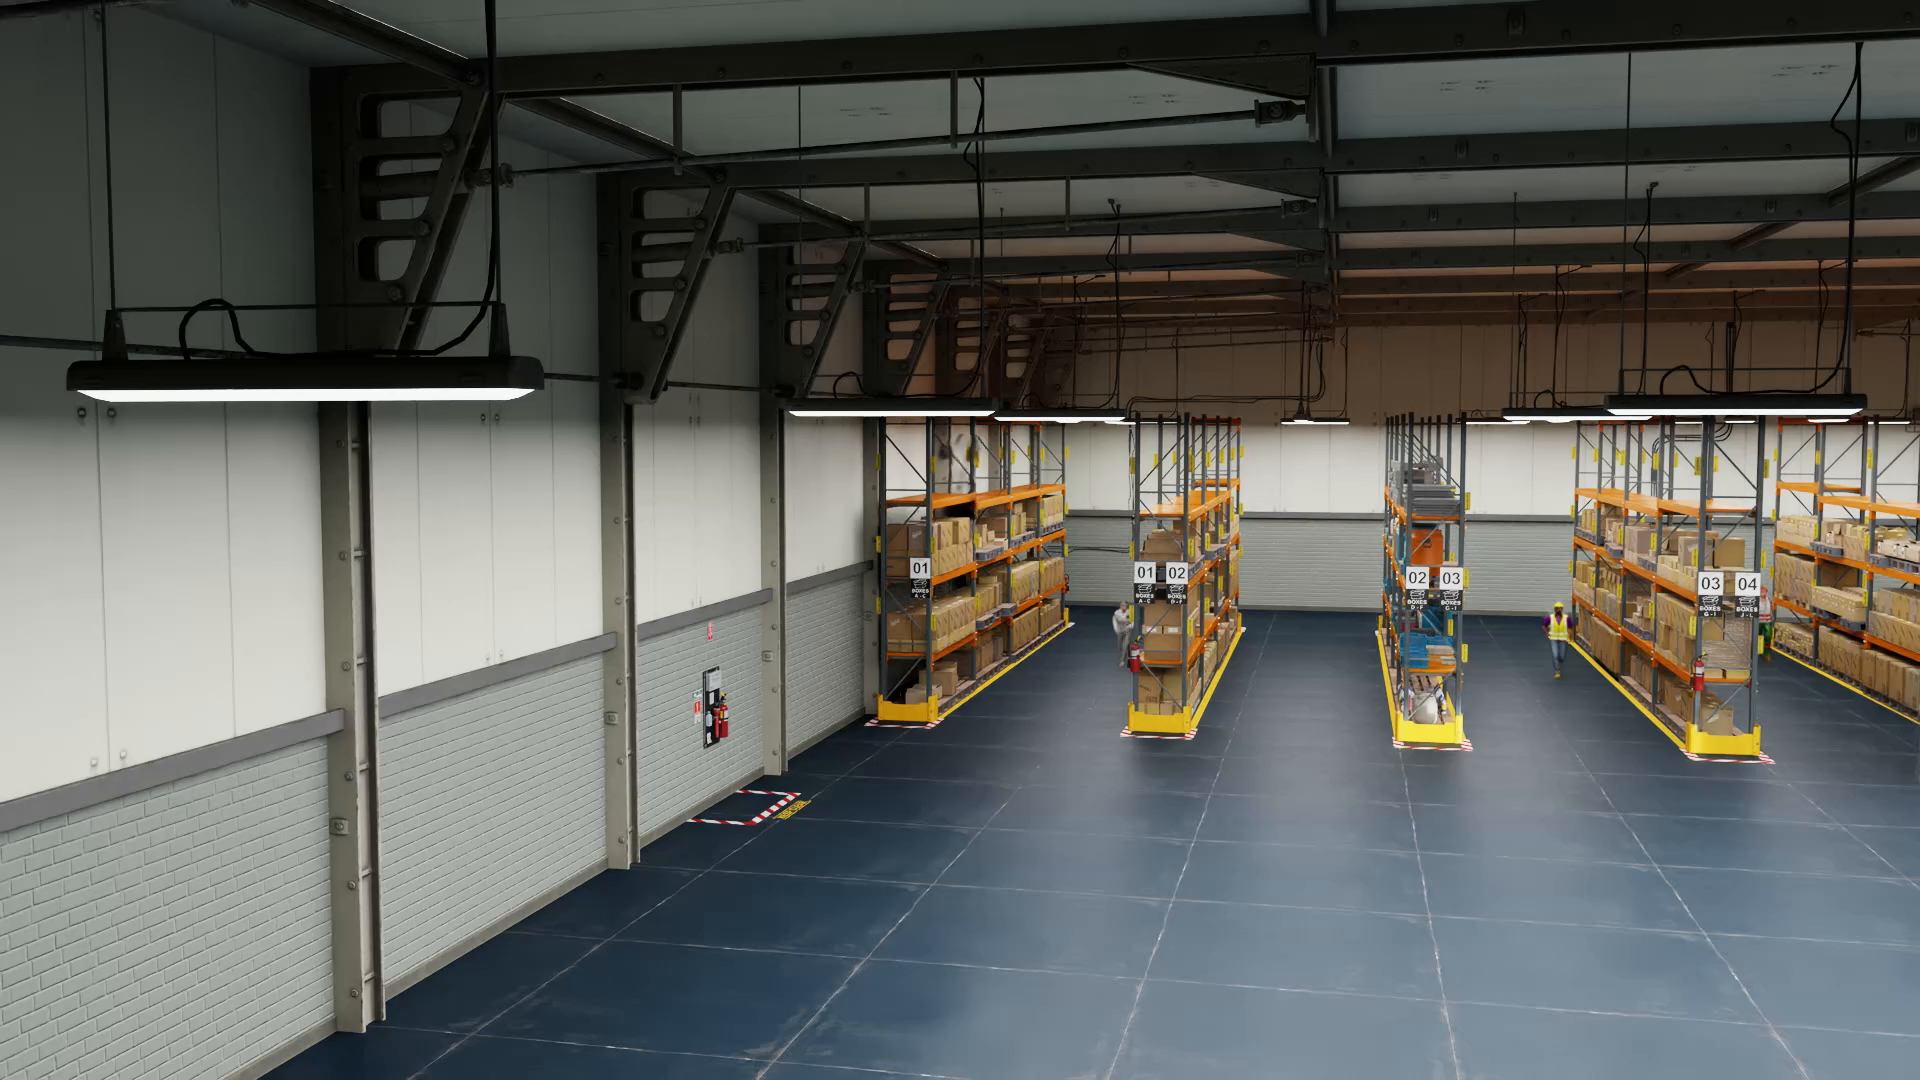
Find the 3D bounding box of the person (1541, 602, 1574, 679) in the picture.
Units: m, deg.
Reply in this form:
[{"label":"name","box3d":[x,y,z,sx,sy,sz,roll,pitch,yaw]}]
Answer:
[{"label":"person","box3d":[13.705,2.290,38.139,0.701,1.732,0.680,1,4,15]}]

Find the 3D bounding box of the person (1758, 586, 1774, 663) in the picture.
[{"label":"person","box3d":[19.703,2.047,40.865,0.644,1.829,0.850,0,4,6]}]

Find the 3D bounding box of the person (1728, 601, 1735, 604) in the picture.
[{"label":"person","box3d":[20.569,1.883,44.131,0.745,1.704,0.643,-3,5,-42]}]

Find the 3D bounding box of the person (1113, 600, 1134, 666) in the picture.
[{"label":"person","box3d":[3.963,2.231,40.025,0.608,1.620,0.692,1,4,13]}]
